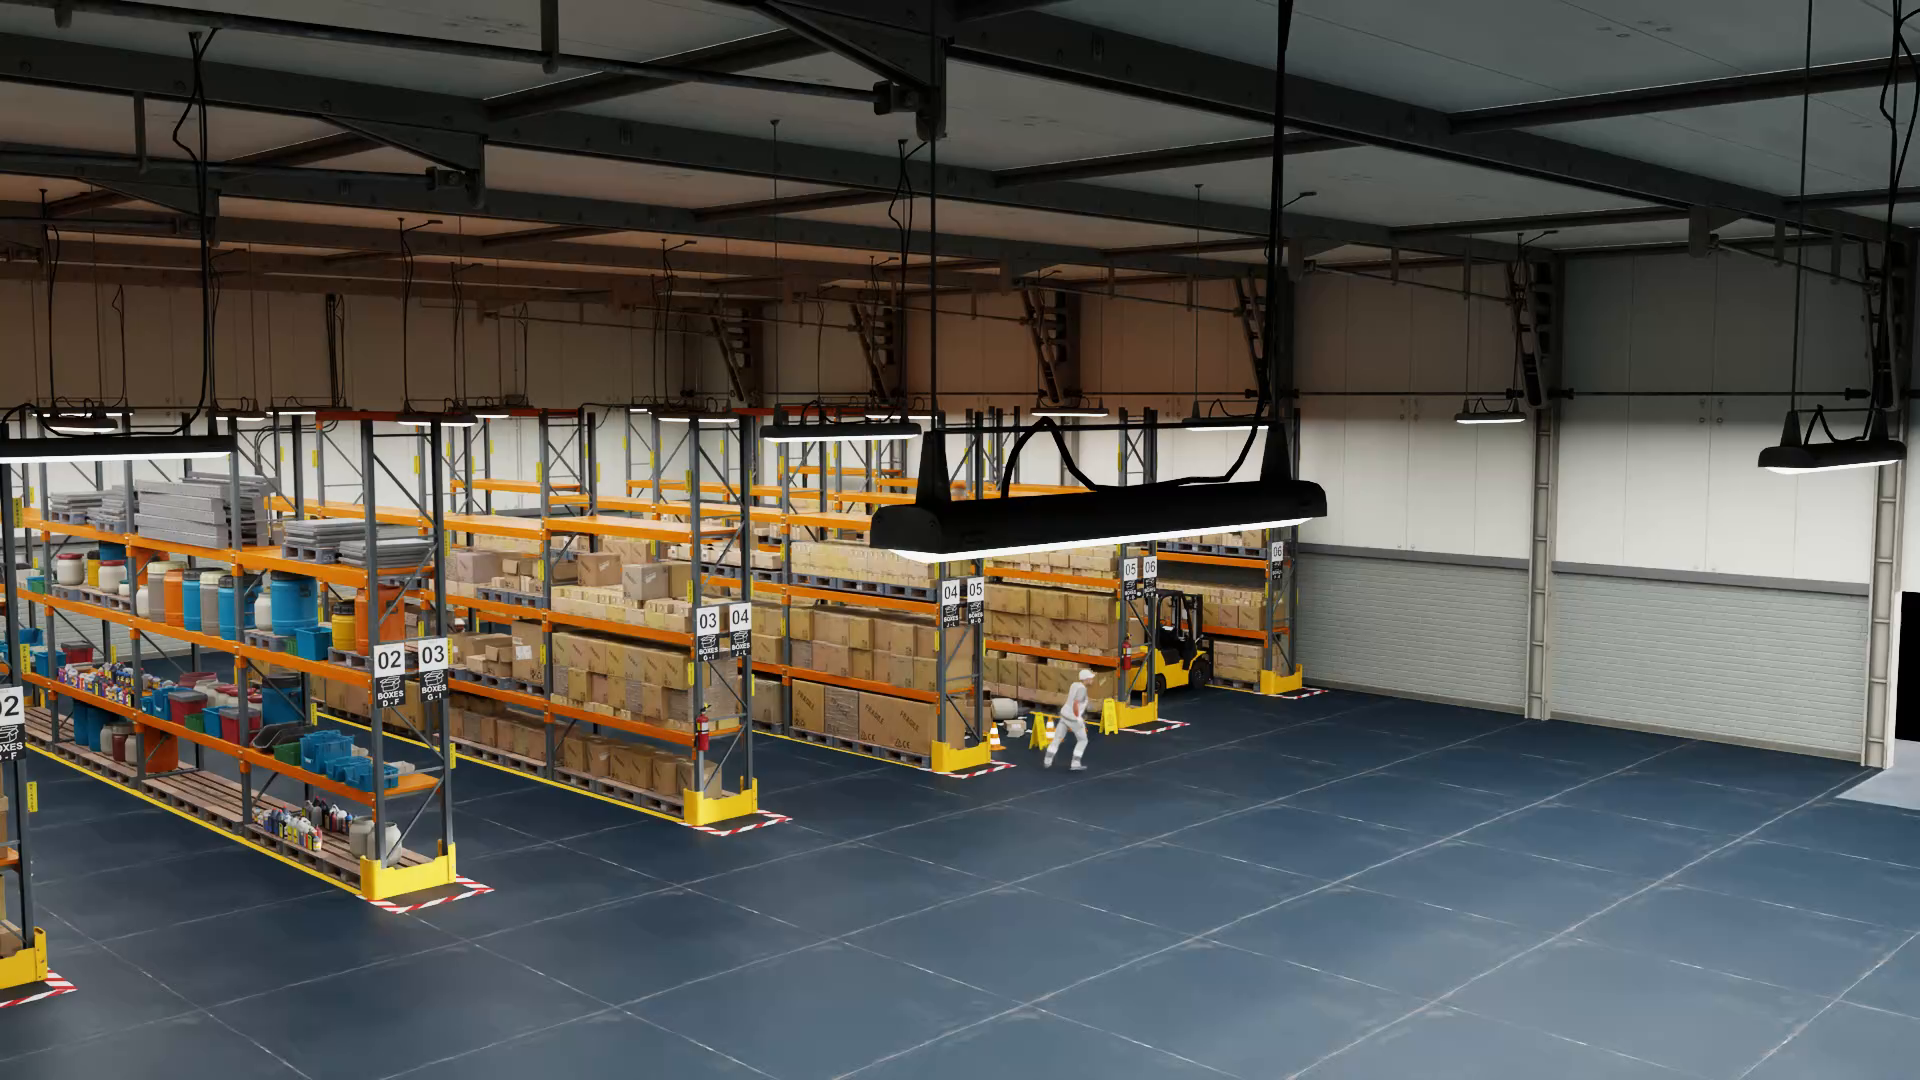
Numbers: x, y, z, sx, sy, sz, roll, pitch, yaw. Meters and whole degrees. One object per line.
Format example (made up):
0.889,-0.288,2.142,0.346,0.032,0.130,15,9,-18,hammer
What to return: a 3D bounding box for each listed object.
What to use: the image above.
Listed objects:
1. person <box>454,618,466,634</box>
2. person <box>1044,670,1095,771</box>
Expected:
-10.459,2.431,34.594,0.900,1.653,0.729,3,6,31,person
1.888,3.019,27.952,0.908,1.710,0.699,-3,6,-28,person
